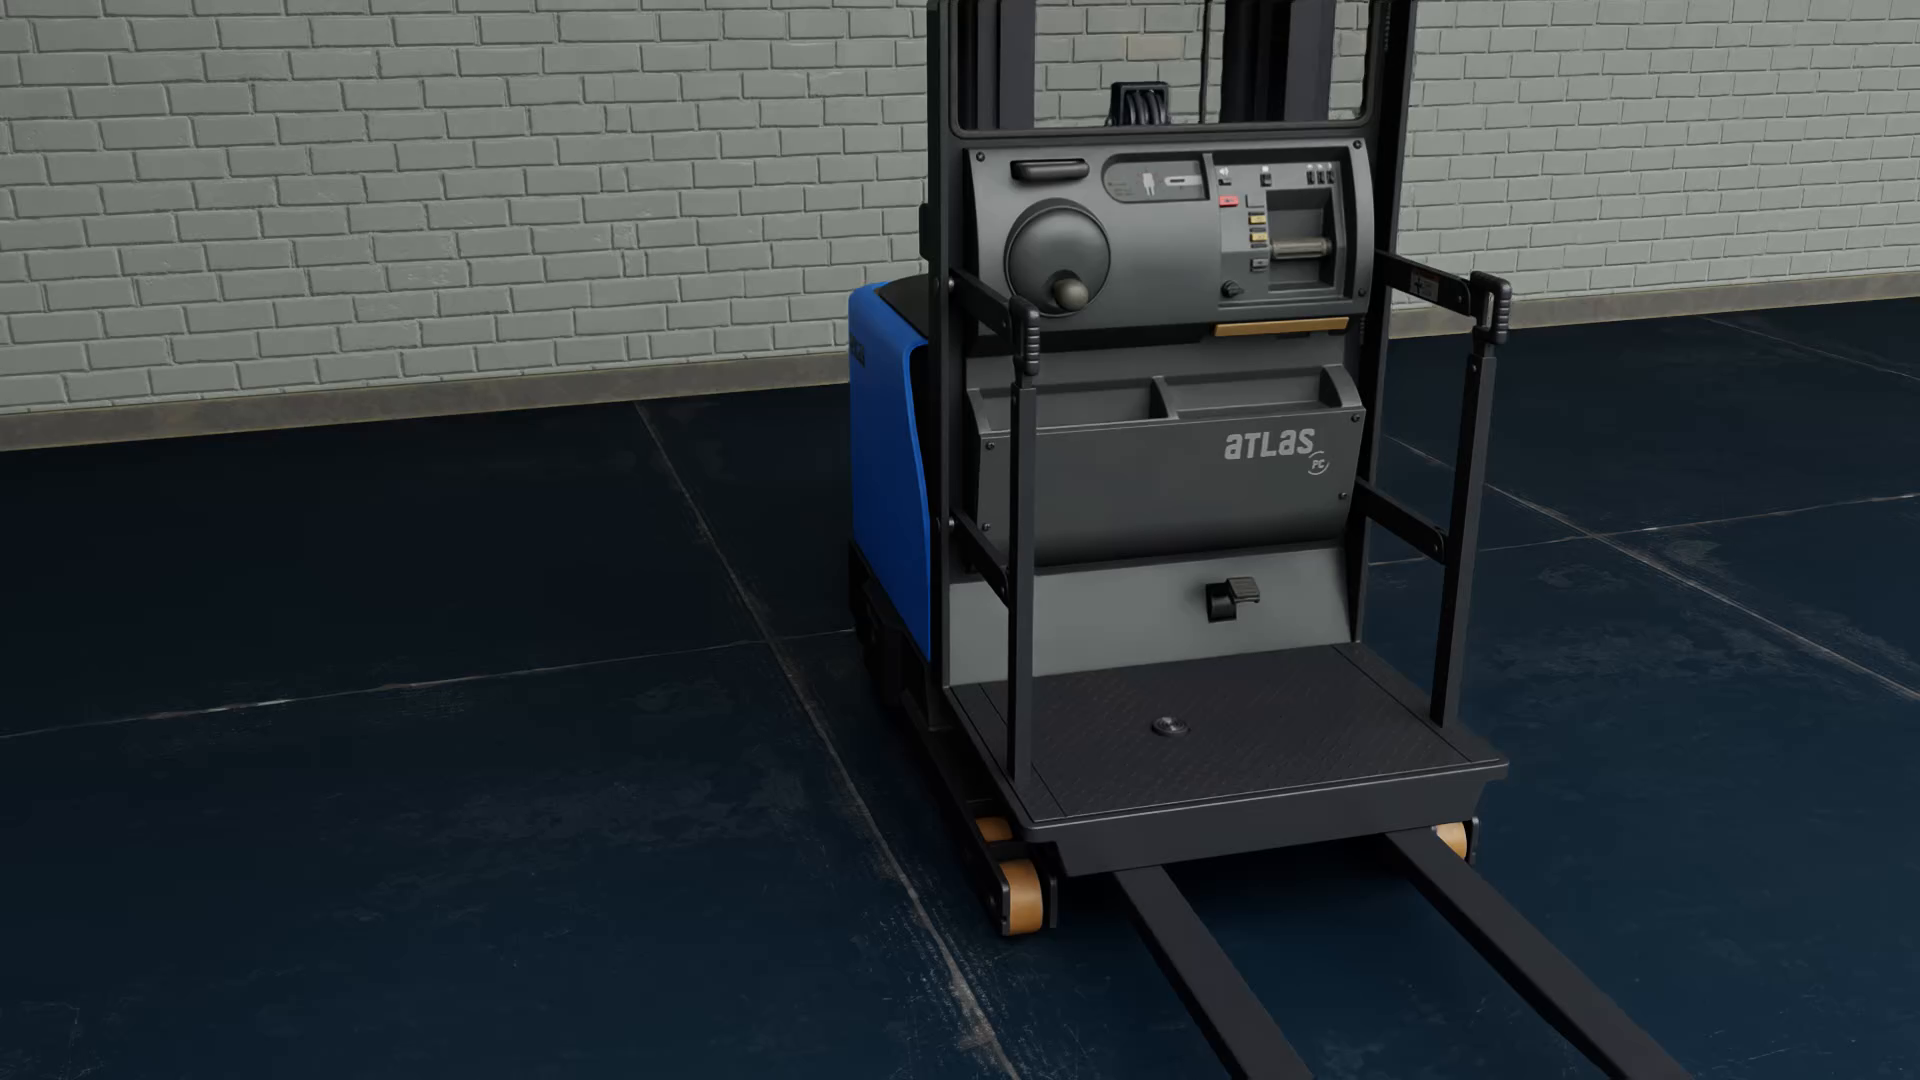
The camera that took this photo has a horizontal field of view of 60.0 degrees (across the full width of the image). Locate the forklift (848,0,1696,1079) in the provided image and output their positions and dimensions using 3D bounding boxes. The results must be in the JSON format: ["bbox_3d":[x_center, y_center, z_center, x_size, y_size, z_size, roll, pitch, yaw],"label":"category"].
[{"bbox_3d":[0.532,-0.676,3.463,1.130,2.935,3.031,-5,20,-14],"label":"forklift"}]
